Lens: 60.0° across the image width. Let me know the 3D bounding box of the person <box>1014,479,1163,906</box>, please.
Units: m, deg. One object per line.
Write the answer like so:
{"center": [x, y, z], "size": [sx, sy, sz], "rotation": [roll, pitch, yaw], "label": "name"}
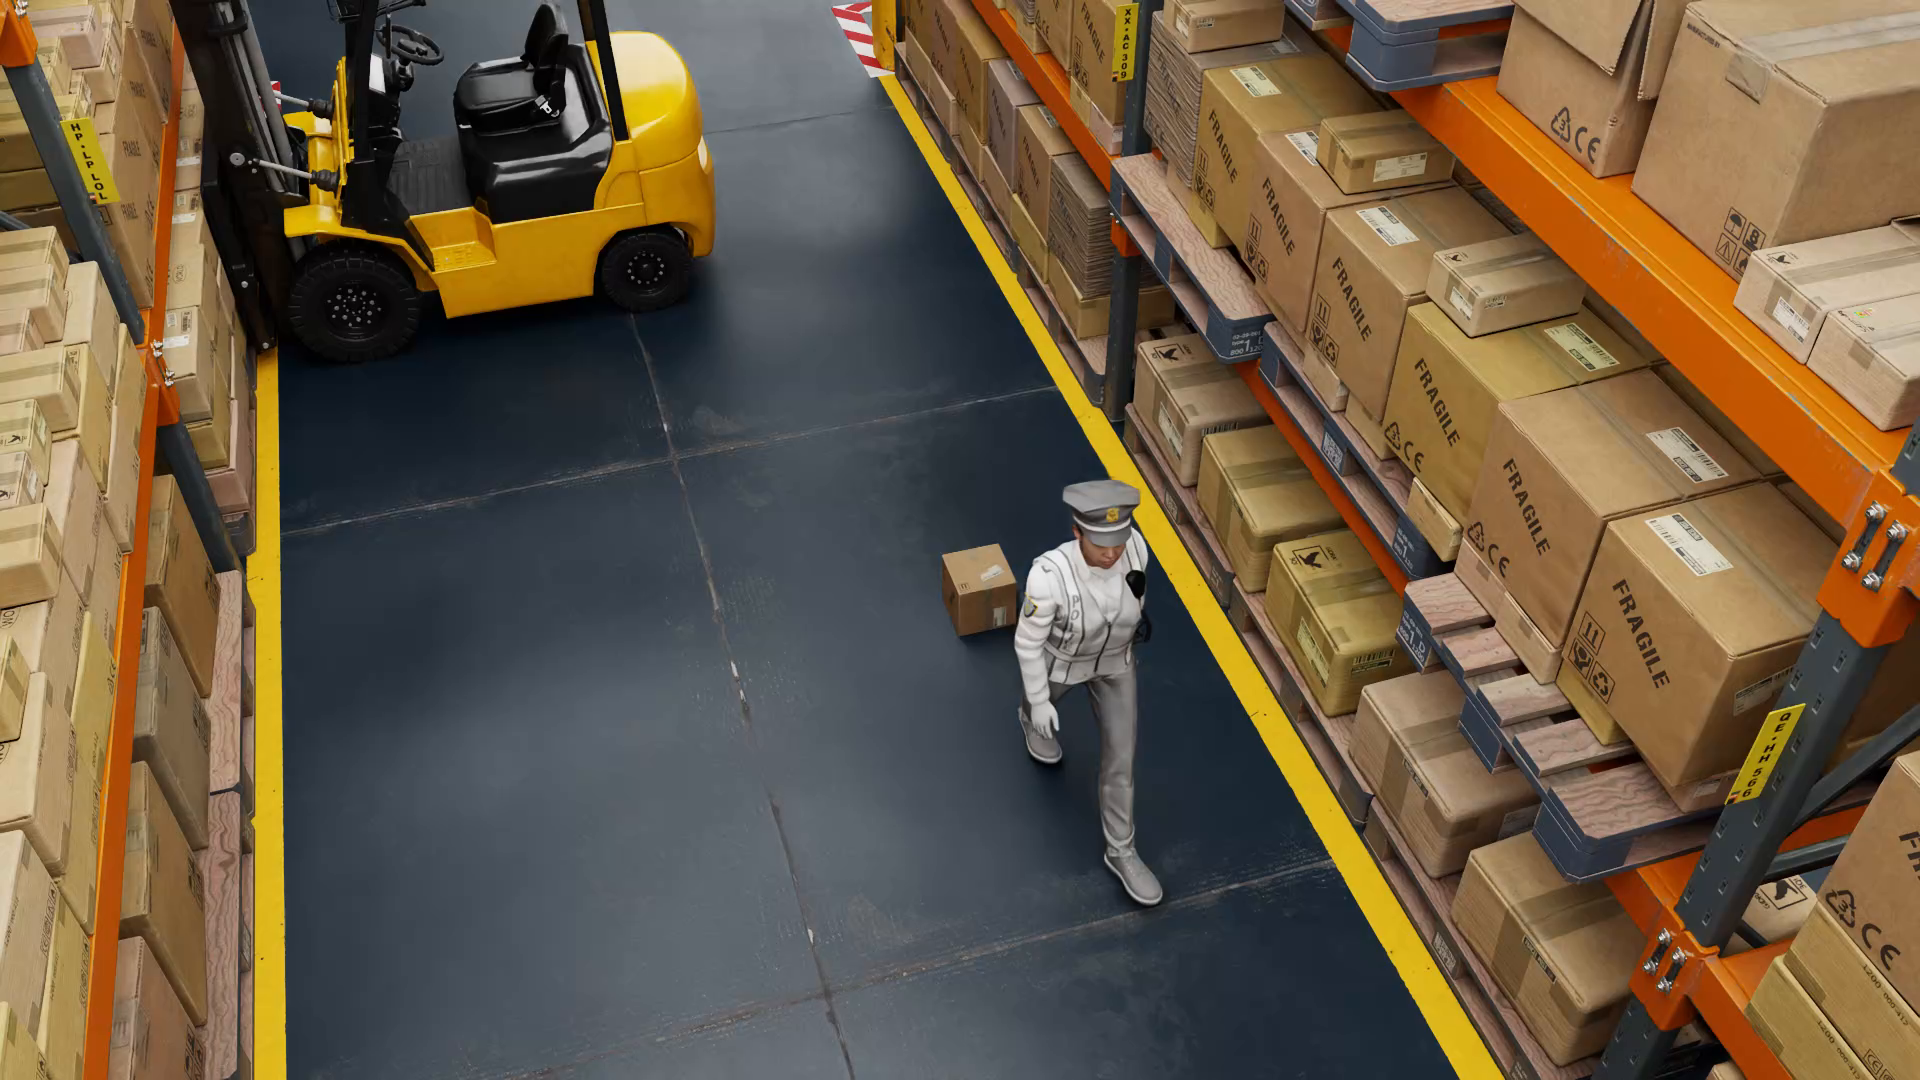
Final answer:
{"center": [0.423, 0.422, 5.680], "size": [0.515, 1.610, 1.008], "rotation": [-12, 44, -12], "label": "person"}
